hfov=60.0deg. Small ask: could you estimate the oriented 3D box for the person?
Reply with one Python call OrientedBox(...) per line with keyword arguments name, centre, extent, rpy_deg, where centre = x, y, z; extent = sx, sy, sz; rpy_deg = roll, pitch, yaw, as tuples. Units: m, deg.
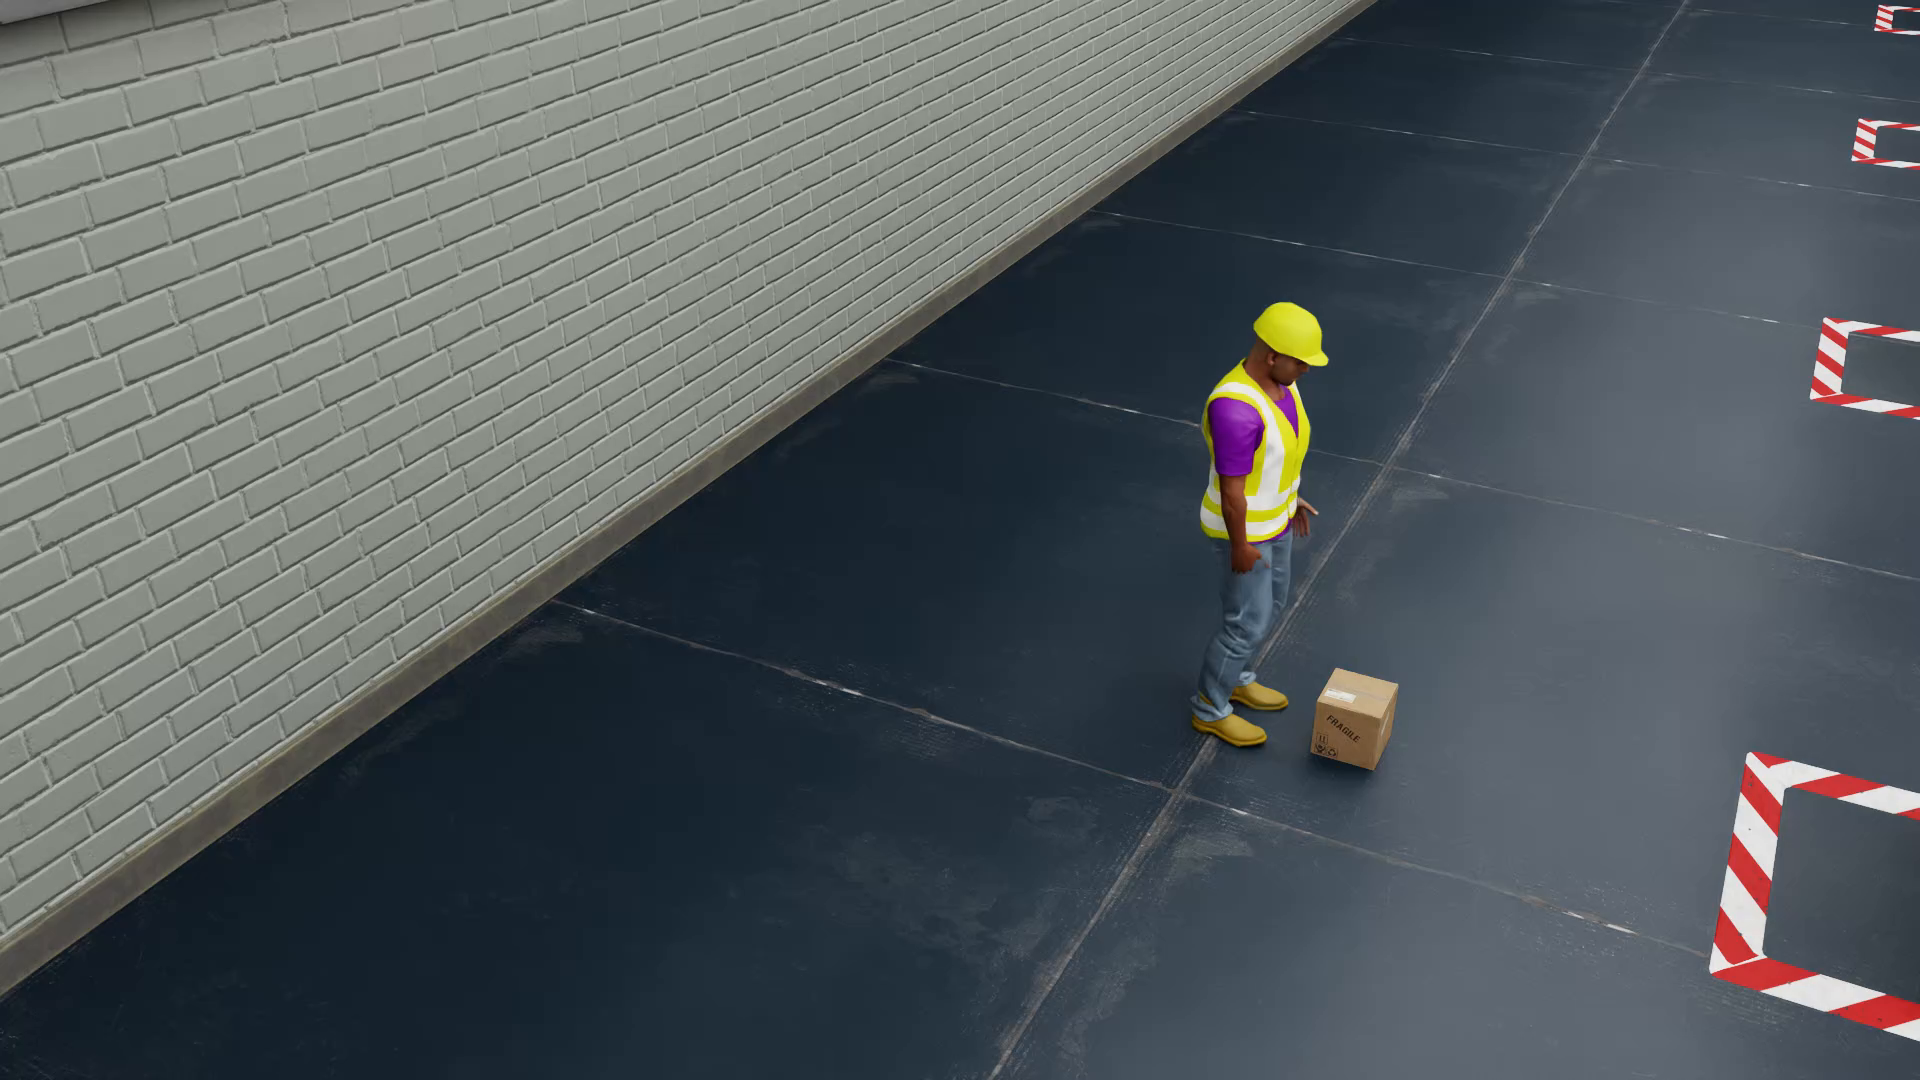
OrientedBox(name="person", centre=(1.112, -0.069, 6.242), extent=(0.384, 1.754, 0.573), rpy_deg=(15, 33, 24))
